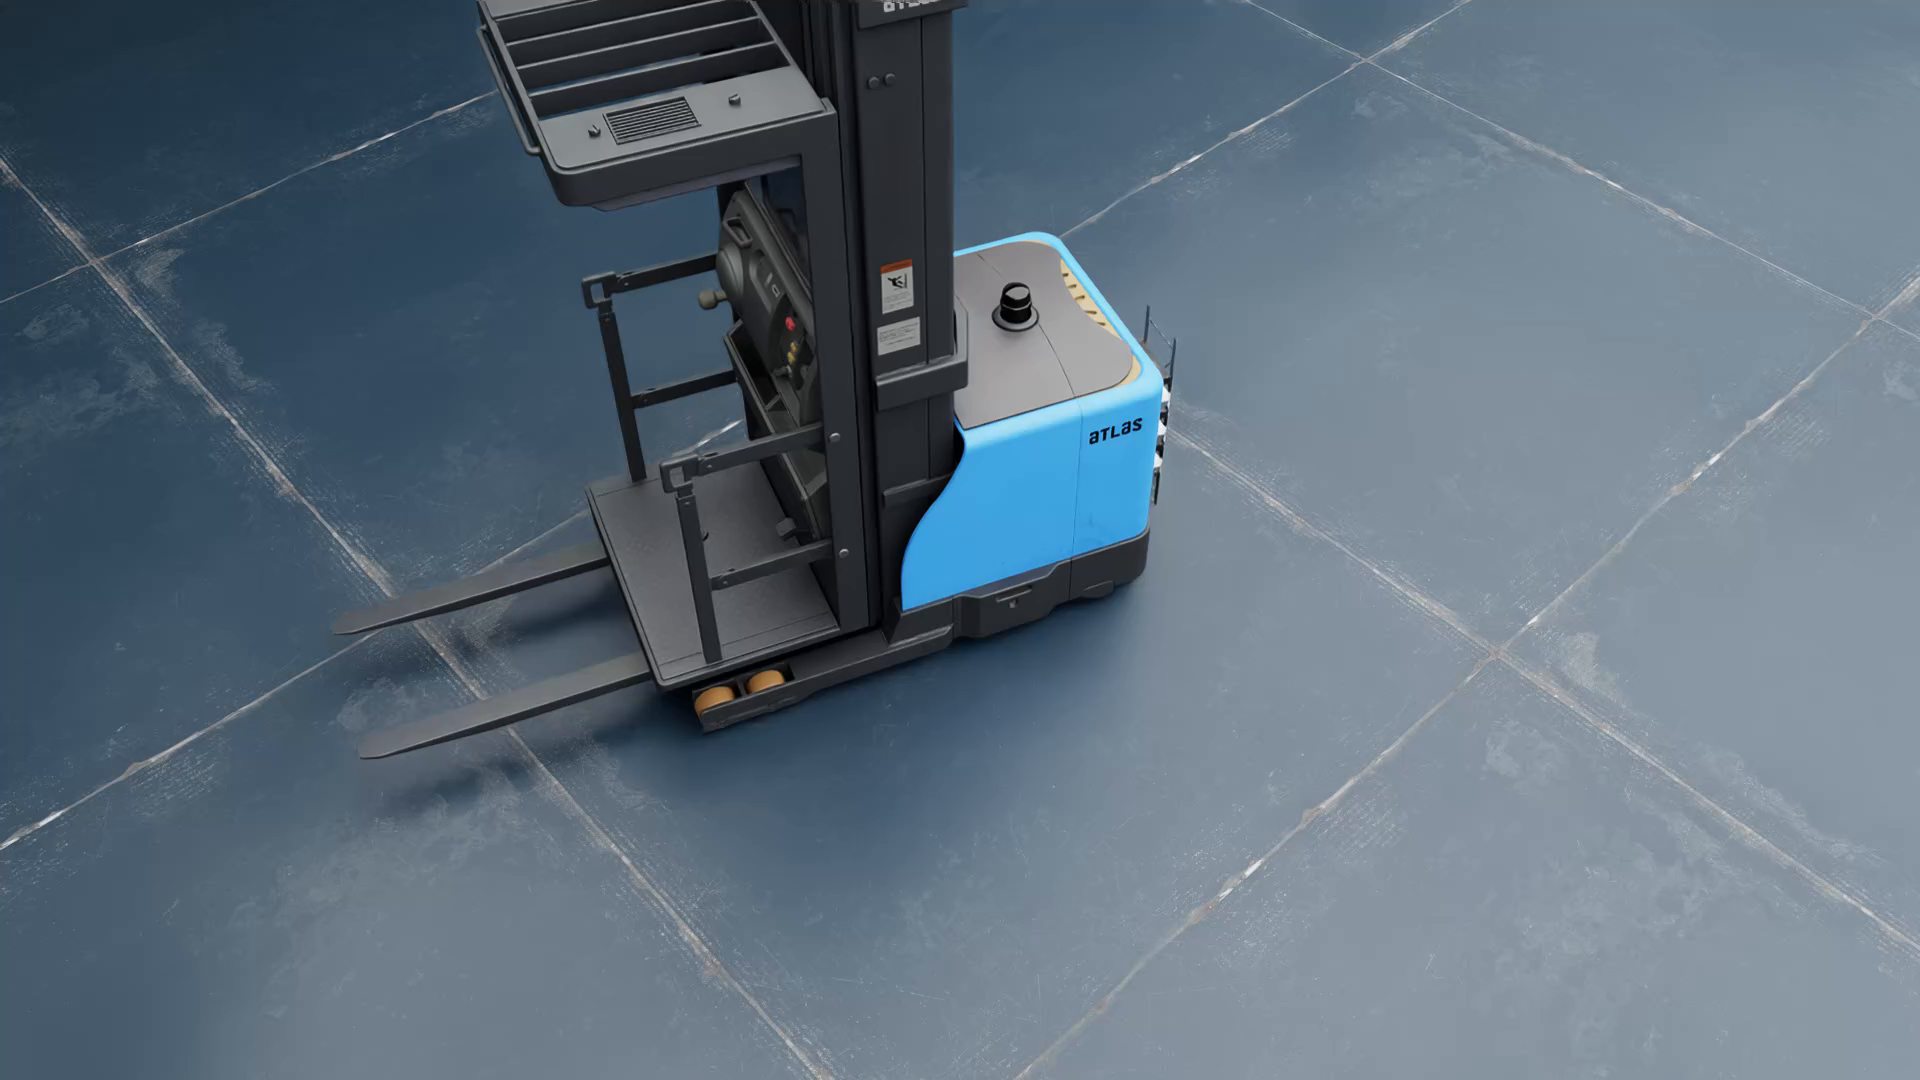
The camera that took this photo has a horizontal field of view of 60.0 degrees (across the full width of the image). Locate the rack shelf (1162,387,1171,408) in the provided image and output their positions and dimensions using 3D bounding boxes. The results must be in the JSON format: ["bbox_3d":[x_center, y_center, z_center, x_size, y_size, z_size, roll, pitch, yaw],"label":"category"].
[{"bbox_3d":[0.679,-0.599,6.545,0.200,0.077,0.258,-17,50,-15],"label":"rack shelf"}]

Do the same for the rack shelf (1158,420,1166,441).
[{"bbox_3d":[0.679,-0.477,6.677,0.200,0.077,0.258,-17,50,-15],"label":"rack shelf"}]

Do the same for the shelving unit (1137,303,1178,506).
[{"bbox_3d":[0.679,-0.500,6.652,0.210,0.900,0.258,-17,50,-15],"label":"shelving unit"}]

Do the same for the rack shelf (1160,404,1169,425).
[{"bbox_3d":[0.679,-0.538,6.611,0.200,0.077,0.258,-17,50,-15],"label":"rack shelf"}]

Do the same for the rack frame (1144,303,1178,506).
[{"bbox_3d":[0.773,-0.529,6.679,0.006,0.900,0.240,-17,50,-15],"label":"rack frame"}]

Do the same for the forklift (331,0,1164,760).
[{"bbox_3d":[-0.827,-0.738,5.490,3.031,2.935,1.130,-17,50,-15],"label":"forklift"}]

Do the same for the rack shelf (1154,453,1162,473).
[{"bbox_3d":[0.679,-0.355,6.809,0.200,0.077,0.258,-17,50,-15],"label":"rack shelf"}]

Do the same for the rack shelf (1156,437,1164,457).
[{"bbox_3d":[0.679,-0.416,6.743,0.200,0.077,0.258,-17,50,-15],"label":"rack shelf"}]

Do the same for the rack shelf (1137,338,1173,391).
[{"bbox_3d":[0.679,-0.661,6.478,0.200,0.077,0.258,-17,50,-15],"label":"rack shelf"}]
